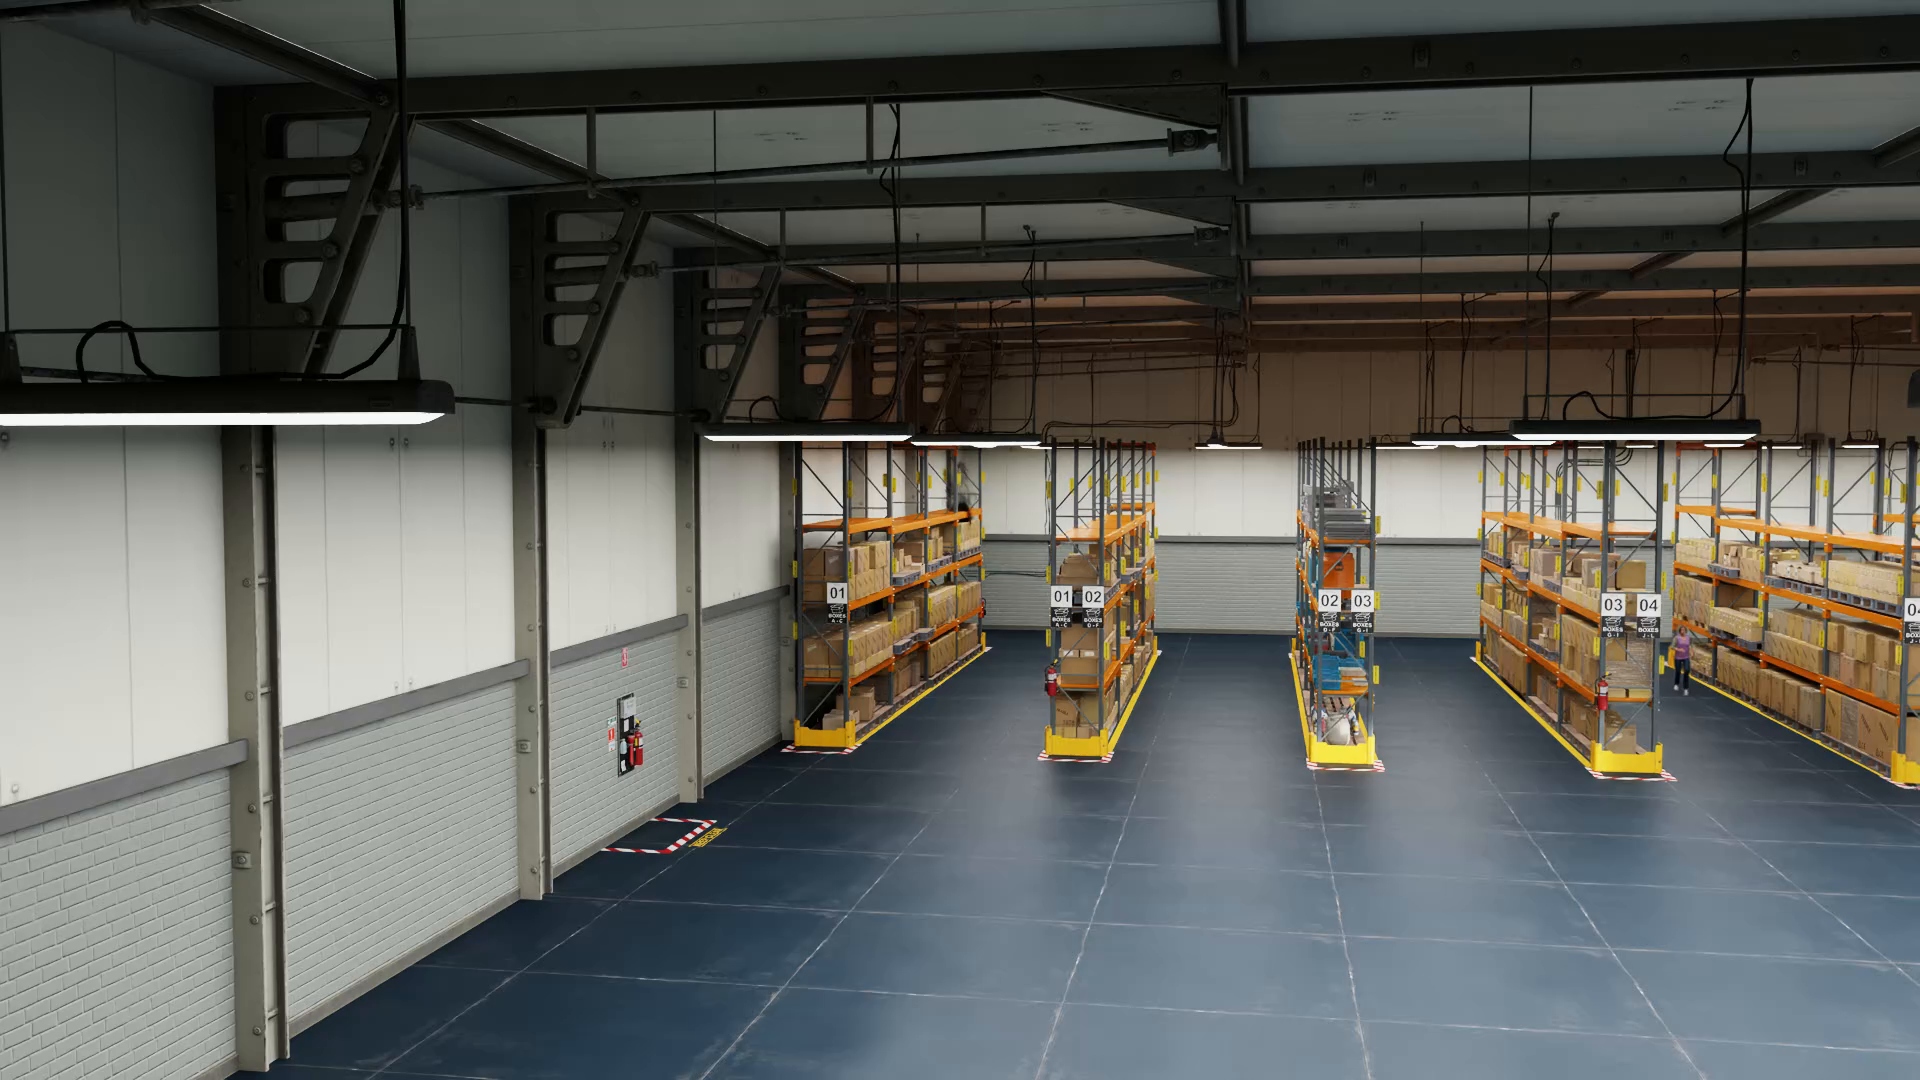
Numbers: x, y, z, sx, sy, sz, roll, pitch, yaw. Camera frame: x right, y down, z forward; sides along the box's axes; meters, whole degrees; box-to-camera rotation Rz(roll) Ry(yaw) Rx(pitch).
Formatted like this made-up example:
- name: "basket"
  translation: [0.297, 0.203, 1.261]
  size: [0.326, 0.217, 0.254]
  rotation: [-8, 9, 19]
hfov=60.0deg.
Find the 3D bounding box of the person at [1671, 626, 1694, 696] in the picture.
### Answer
- name: "person"
  translation: [17.109, 2.848, 39.391]
  size: [0.553, 1.661, 0.715]
  rotation: [1, 3, 12]
